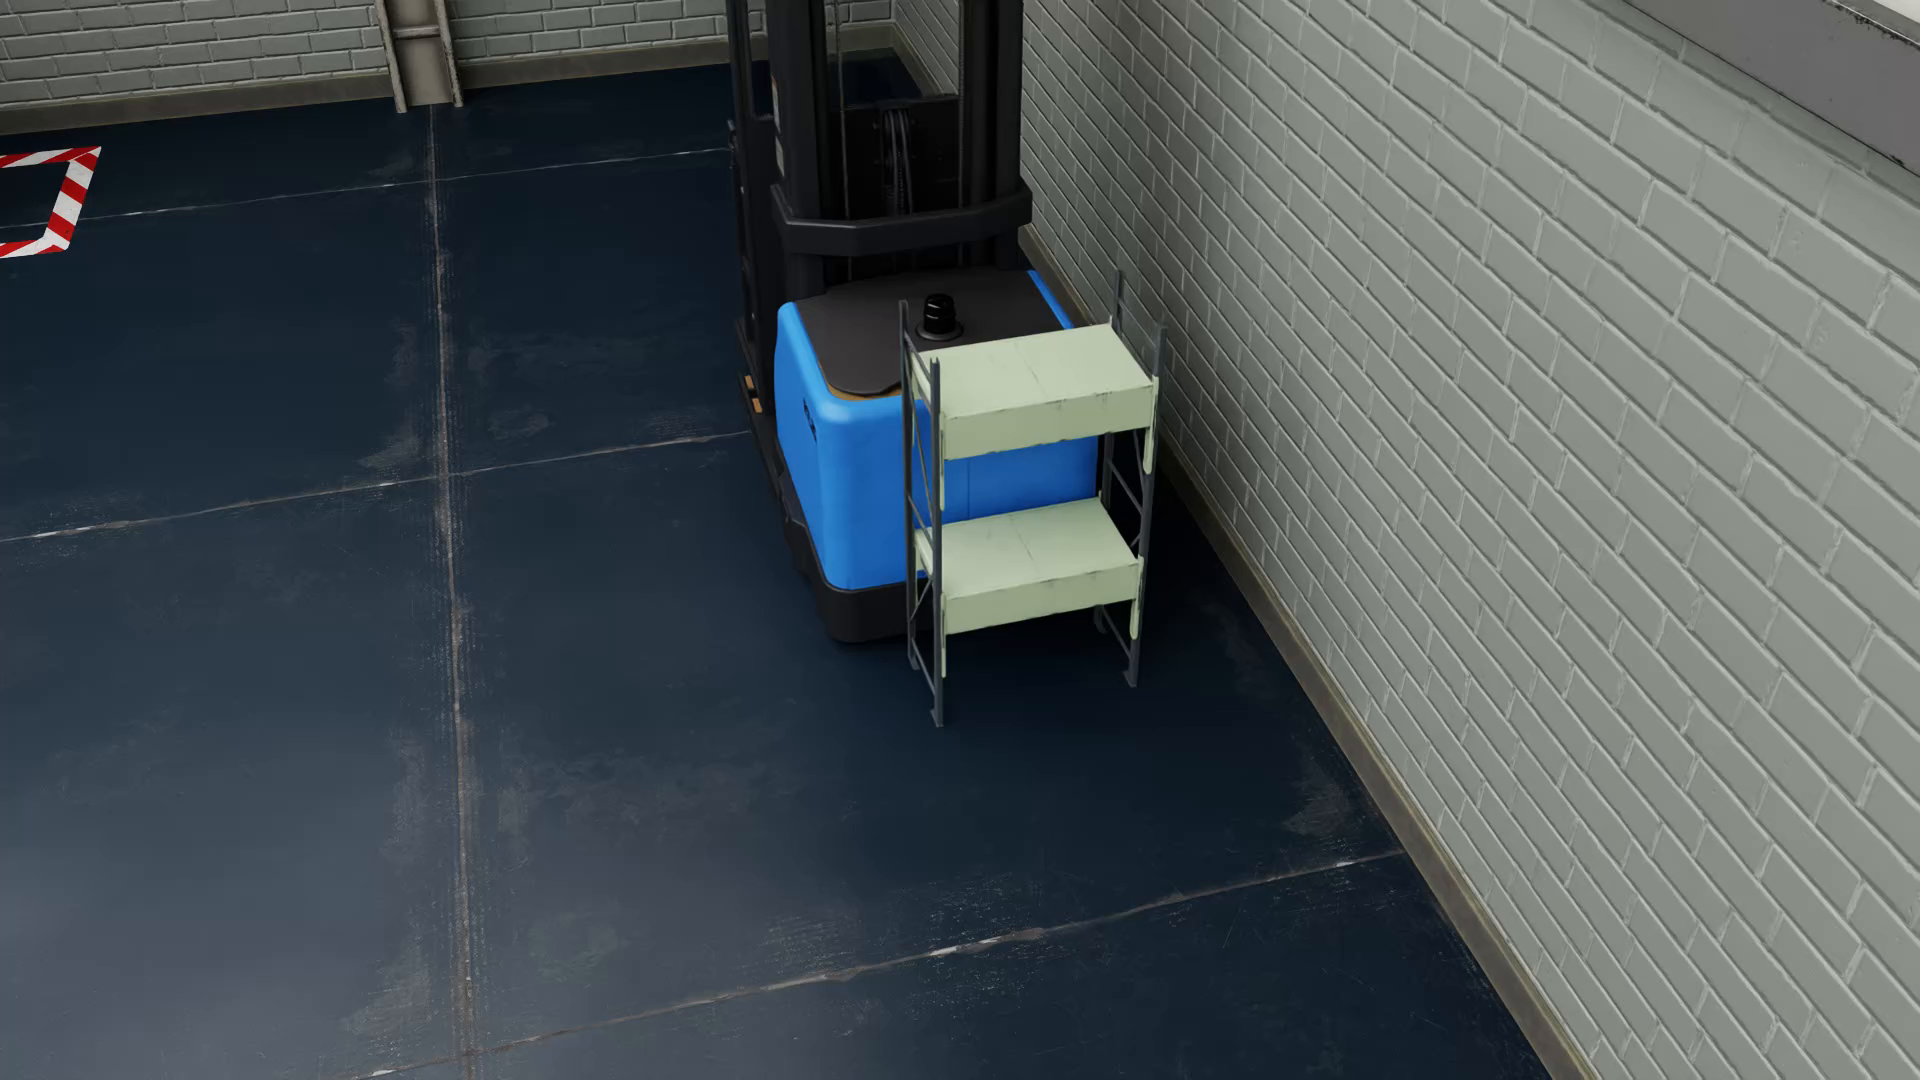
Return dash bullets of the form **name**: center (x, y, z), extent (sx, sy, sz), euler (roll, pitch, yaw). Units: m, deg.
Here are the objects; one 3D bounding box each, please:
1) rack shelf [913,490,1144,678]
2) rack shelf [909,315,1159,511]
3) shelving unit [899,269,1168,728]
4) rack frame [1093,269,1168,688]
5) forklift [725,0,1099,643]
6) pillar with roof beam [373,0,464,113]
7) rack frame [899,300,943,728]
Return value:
- **rack shelf**: center (0.224, 0.147, 5.860), extent (0.720, 0.370, 0.431), euler (-10, 39, -13)
- **rack shelf**: center (0.224, -0.422, 5.425), extent (0.720, 0.370, 0.431), euler (-10, 39, -13)
- **shelving unit**: center (0.224, -0.112, 5.662), extent (0.755, 1.500, 0.431), euler (-10, 39, -13)
- **rack frame**: center (0.575, -0.175, 5.744), extent (0.023, 1.500, 0.400), euler (-10, 39, -13)
- **forklift**: center (-0.371, -1.684, 6.539), extent (1.130, 2.935, 3.031), euler (-10, 38, -12)
- **pillar with roof beam**: center (-2.163, -3.780, 4.285), extent (0.400, 9.000, 9.100), euler (-9, 38, -12)
- **rack frame**: center (-0.126, -0.048, 5.579), extent (0.023, 1.500, 0.400), euler (-10, 39, -13)
